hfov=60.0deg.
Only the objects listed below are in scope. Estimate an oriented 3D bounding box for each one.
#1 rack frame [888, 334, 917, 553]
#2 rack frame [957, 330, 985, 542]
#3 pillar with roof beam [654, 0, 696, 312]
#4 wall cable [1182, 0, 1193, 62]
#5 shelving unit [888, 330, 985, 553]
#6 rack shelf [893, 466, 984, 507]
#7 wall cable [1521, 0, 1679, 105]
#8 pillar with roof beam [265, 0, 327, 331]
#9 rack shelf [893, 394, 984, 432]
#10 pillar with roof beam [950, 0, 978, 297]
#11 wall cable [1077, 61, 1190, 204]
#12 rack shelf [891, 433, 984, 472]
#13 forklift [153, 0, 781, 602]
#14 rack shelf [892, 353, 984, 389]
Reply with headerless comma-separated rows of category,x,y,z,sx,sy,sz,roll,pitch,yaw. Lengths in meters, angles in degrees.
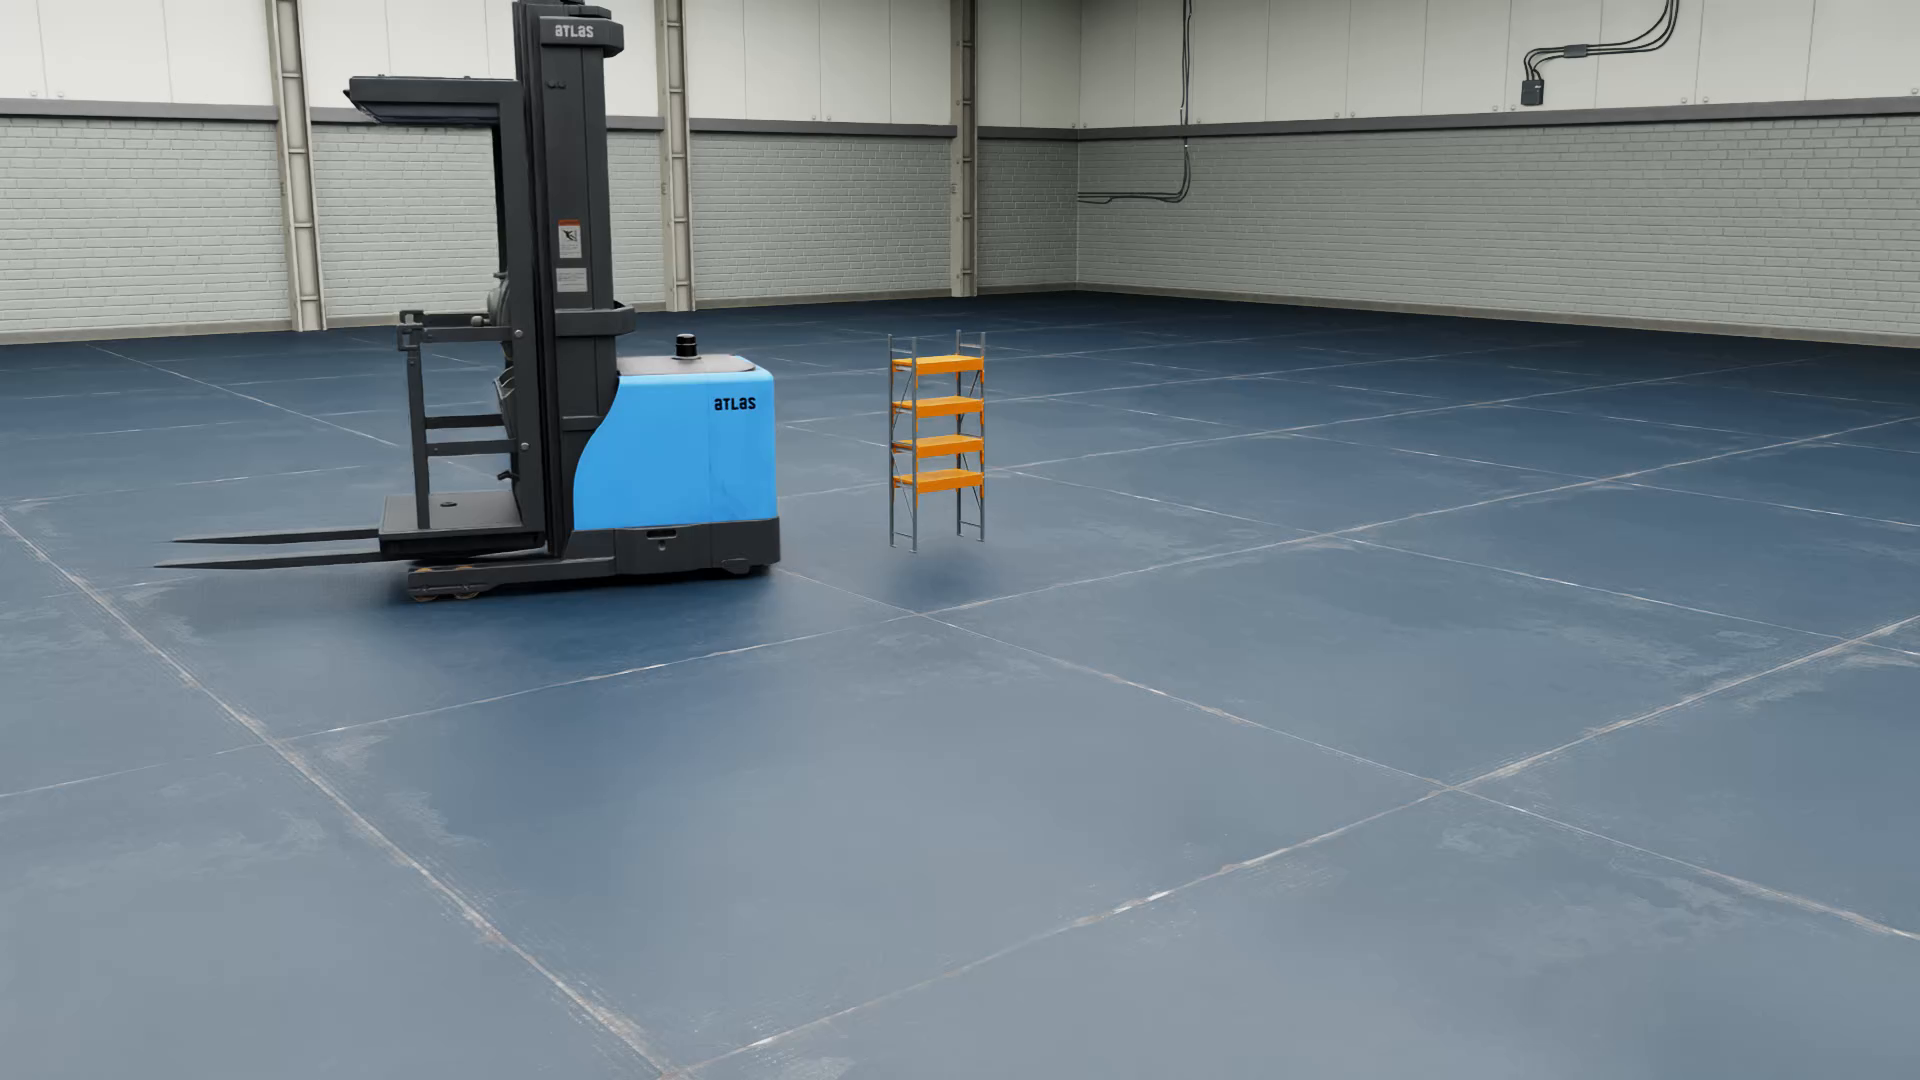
rack frame,-0.320,-0.534,9.254,0.015,1.200,0.240,-9,15,-38
rack frame,0.061,-0.597,9.552,0.015,1.200,0.240,-9,15,-38
pillar with roof beam,-1.923,-7.485,23.215,0.400,9.000,9.100,-9,15,-38
wall cable,4.889,-9.643,28.691,0.112,2.526,3.097,-9,15,-38
shelving unit,-0.129,-0.565,9.403,0.503,1.200,0.258,-9,15,-38
rack shelf,-0.129,-0.305,9.458,0.480,0.148,0.258,-9,15,-38
wall cable,9.117,-9.252,23.346,0.169,6.003,2.305,-9,15,-38
pillar with roof beam,-6.608,-6.707,19.548,0.400,9.000,9.100,-9,15,-38
rack shelf,-0.129,-0.718,9.371,0.480,0.148,0.258,-9,15,-38
pillar with roof beam,2.762,-8.264,26.881,0.400,9.000,9.100,-9,15,-38
wall cable,3.199,-7.611,31.282,0.112,2.526,3.097,-9,15,-38
rack shelf,-0.129,-0.500,9.417,0.480,0.148,0.258,-9,15,-38
forklift,-2.523,-1.251,8.464,3.031,2.935,1.130,-4,13,-17
rack shelf,-0.129,-0.950,9.321,0.480,0.148,0.258,-9,15,-38
